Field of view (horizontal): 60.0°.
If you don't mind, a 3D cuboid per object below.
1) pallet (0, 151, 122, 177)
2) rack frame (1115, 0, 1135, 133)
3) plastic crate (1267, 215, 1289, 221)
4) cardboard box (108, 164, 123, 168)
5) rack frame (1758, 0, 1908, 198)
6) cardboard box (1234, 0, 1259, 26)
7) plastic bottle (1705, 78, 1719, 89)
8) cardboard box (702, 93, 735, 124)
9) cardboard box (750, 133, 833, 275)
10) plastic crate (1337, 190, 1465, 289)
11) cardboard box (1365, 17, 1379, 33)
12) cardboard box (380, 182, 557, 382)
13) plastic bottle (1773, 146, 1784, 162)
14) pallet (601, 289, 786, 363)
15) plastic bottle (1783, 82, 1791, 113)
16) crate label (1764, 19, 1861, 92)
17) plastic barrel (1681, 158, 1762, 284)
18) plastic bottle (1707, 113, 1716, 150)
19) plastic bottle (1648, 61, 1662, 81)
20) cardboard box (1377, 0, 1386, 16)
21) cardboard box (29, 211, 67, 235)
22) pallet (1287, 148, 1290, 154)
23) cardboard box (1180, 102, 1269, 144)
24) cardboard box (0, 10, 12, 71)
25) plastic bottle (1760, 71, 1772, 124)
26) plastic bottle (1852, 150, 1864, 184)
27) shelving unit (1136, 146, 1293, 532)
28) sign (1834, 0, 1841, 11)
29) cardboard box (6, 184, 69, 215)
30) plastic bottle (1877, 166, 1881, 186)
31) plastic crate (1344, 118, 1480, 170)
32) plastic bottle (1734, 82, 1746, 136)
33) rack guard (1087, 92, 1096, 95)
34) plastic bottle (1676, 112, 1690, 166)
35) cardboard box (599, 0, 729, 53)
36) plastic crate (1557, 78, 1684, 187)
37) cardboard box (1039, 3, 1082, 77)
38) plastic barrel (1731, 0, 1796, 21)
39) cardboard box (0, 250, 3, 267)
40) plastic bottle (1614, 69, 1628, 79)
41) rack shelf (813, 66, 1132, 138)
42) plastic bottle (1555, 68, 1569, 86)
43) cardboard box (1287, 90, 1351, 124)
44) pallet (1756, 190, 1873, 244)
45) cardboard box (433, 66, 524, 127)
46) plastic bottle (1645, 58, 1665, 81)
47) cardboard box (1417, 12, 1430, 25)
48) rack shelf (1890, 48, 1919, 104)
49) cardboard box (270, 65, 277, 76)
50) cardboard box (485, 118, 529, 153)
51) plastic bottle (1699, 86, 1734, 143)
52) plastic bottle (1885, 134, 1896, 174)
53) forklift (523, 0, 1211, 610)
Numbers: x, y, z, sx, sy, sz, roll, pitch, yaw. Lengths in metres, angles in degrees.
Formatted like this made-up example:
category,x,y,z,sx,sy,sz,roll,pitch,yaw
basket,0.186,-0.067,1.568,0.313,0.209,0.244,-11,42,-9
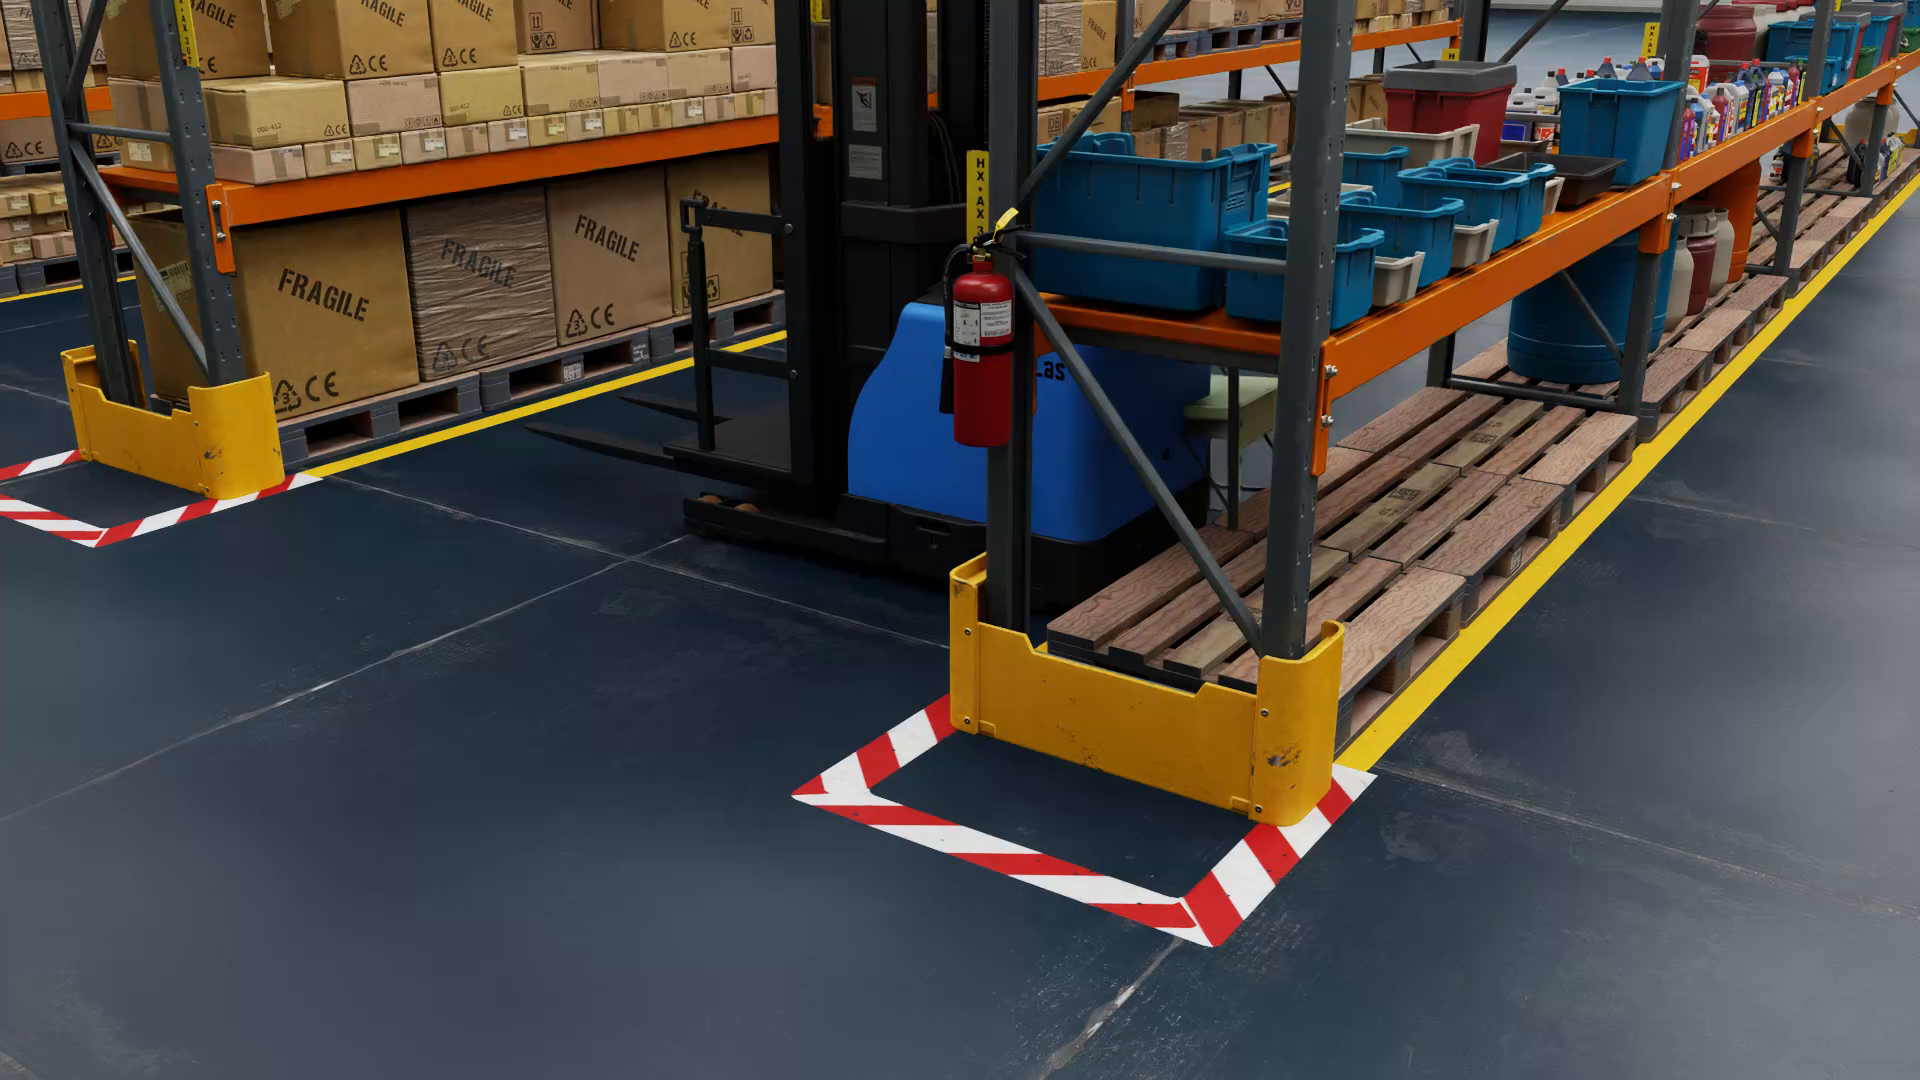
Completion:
category,x,y,z,sx,sy,sz,roll,pitch,yaw
pallet,-9.146,-3.749,16.596,1.003,0.211,1.213,13,24,32
rack frame,0.927,-4.036,13.352,1.000,3.000,0.127,13,24,32
plastic crate,1.010,-1.029,5.515,0.396,0.136,0.243,13,24,32
cardboard box,-6.165,-2.736,12.484,0.380,0.149,0.250,13,24,30
rack frame,7.272,-4.217,13.843,1.000,3.000,0.127,13,24,32
cardboard box,2.277,-4.913,14.970,0.797,0.503,0.637,16,26,37
plastic bottle,4.079,-2.364,9.019,0.097,0.271,0.097,0,20,0
cardboard box,-1.511,-2.471,9.484,0.380,0.149,0.250,13,24,31
cardboard box,-0.979,-2.276,11.052,1.225,0.875,0.875,13,24,32
plastic crate,1.307,-0.920,5.082,0.416,0.233,0.300,13,24,32
cardboard box,4.121,-5.352,17.273,0.380,0.149,0.250,13,24,32
cardboard box,-2.765,-1.401,8.686,0.875,0.875,0.875,13,24,32
plastic bottle,7.269,-3.352,14.785,0.061,0.283,0.133,15,25,34
pallet,-1.814,-1.377,10.184,1.003,0.211,1.213,13,24,32
plastic bottle,4.884,-2.654,9.902,0.097,0.201,0.097,0,20,0
crate label,5.805,-3.319,11.362,0.502,0.435,0.616,13,24,32
plastic barrel,4.762,-2.105,10.655,0.600,0.830,0.708,13,24,32
plastic bottle,3.698,-2.048,8.265,0.097,0.201,0.097,0,20,0
plastic bottle,4.215,-2.776,10.131,0.097,0.271,0.097,0,20,0
cardboard box,3.987,-5.787,17.512,0.875,0.500,0.500,13,24,32
cardboard box,-6.421,-2.224,11.530,0.380,0.149,0.250,15,25,35
pallet,3.524,-4.075,17.478,1.003,0.211,1.213,13,24,32
cardboard box,2.529,-3.912,15.987,0.700,0.500,0.500,13,24,31
cardboard box,-6.569,-3.295,10.775,0.500,0.500,0.500,14,24,33
plastic bottle,4.506,-2.488,9.335,0.061,0.283,0.133,13,24,32
plastic bottle,7.884,-3.274,14.575,0.061,0.283,0.133,13,24,32
shelving unit,1.012,-0.750,6.497,0.431,1.500,0.755,6,17,27
sign,9.068,-5.603,17.191,0.100,0.325,0.005,13,24,32
cardboard box,-6.317,-2.341,11.417,0.380,0.149,0.250,14,24,33
plastic bottle,7.928,-3.176,14.426,0.097,0.201,0.097,0,20,0
plastic crate,1.764,-1.492,6.560,0.437,0.282,0.530,13,24,32
plastic bottle,4.089,-2.280,8.792,0.097,0.271,0.097,0,20,0
rack guard,1.392,-6.162,22.703,1.175,0.500,0.348,13,24,32
plastic bottle,3.334,-1.889,7.717,0.061,0.283,0.133,13,24,32
cardboard box,-1.644,-2.982,9.209,0.500,0.500,0.500,14,24,32
plastic crate,2.794,-1.742,7.088,0.392,0.384,0.575,13,24,32
cardboard box,0.569,-3.751,12.437,0.500,0.500,0.500,13,24,31
plastic barrel,5.897,-3.715,12.288,0.433,0.535,0.433,0,20,0
cardboard box,-6.609,-1.900,11.082,0.380,0.149,0.250,14,24,32
plastic bottle,3.733,-2.553,9.521,0.152,0.276,0.135,13,24,32
rack shelf,-0.197,-3.124,11.925,1.077,0.370,4.000,13,24,32
plastic bottle,3.125,-2.280,8.675,0.144,0.351,0.185,13,24,32
cardboard box,3.749,-4.481,17.553,0.500,0.500,0.500,-15,25,-35
pallet,6.862,-2.677,13.697,1.003,0.211,1.213,13,24,32
cardboard box,-2.505,-2.188,8.145,0.500,0.250,0.500,12,24,30
plastic bottle,4.252,-2.818,10.238,0.152,0.276,0.135,13,24,32
cardboard box,5.042,-5.869,18.670,0.380,0.149,0.250,13,24,32
rack shelf,8.396,-4.454,15.519,1.077,0.370,4.000,13,24,32
cardboard box,-3.232,-2.146,8.030,0.500,0.250,0.500,13,24,31
cardboard box,-2.377,-2.029,8.290,0.380,0.149,0.250,13,24,31
plastic bottle,3.870,-2.188,8.535,0.152,0.276,0.135,13,24,32
plastic bottle,8.414,-3.508,15.110,0.144,0.351,0.185,13,24,31
forklift,-0.528,-1.494,6.578,3.031,2.935,1.130,13,24,31
